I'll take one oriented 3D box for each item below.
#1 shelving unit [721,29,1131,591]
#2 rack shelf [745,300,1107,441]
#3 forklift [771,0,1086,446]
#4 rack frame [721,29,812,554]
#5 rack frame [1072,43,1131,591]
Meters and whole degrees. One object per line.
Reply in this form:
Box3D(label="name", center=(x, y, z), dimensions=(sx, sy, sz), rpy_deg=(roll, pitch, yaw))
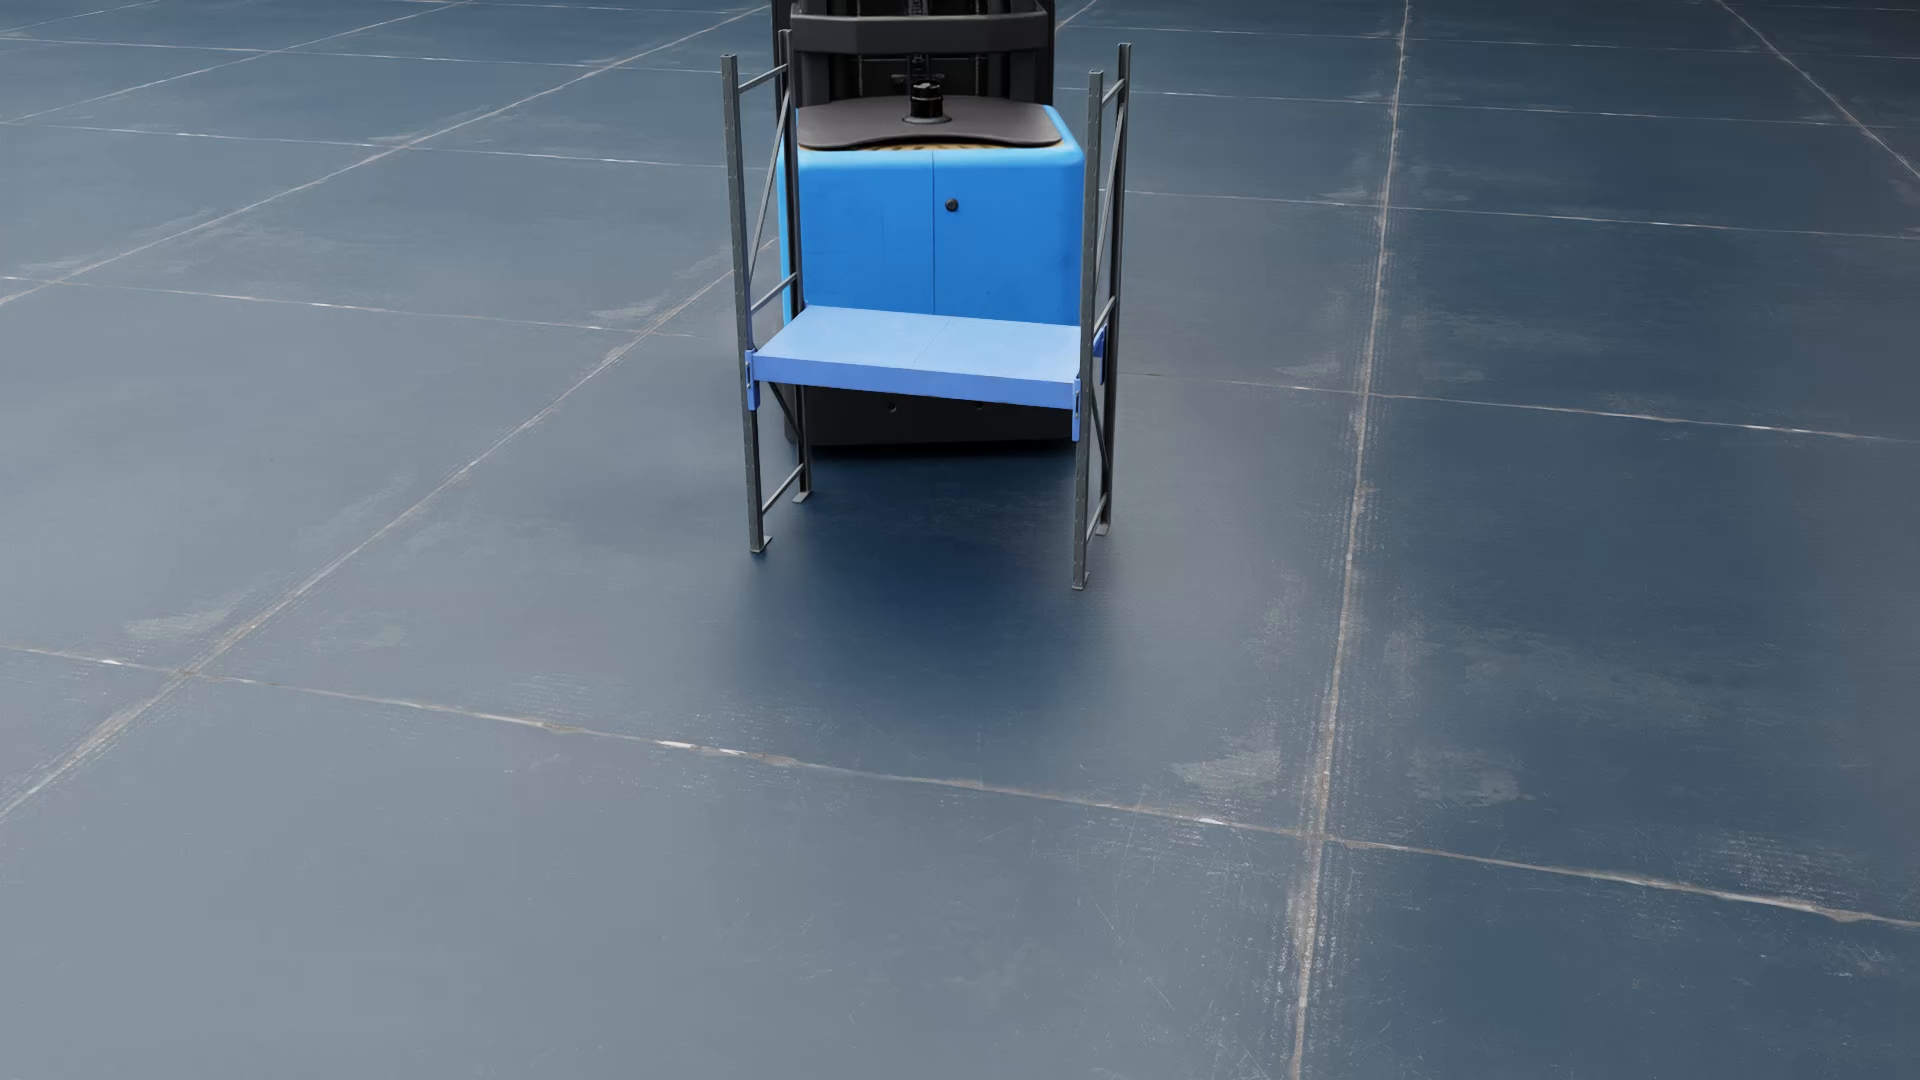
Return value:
Box3D(label="shelving unit", center=(-0.083, -0.686, 4.947), dimensions=(1.048, 1.500, 0.538), rpy_deg=(6, 26, 13))
Box3D(label="rack shelf", center=(-0.083, -0.524, 5.024), dimensions=(1.000, 0.185, 0.538), rpy_deg=(6, 26, 13))
Box3D(label="forklift", center=(-0.198, -2.246, 6.558), dimensions=(1.130, 2.935, 3.031), rpy_deg=(-2, 26, -4))
Box3D(label="rack frame", center=(-0.575, -0.741, 5.061), dimensions=(0.032, 1.500, 0.500), rpy_deg=(6, 26, 13))
Box3D(label="rack frame", center=(0.410, -0.632, 4.832), dimensions=(0.032, 1.500, 0.500), rpy_deg=(6, 26, 13))
